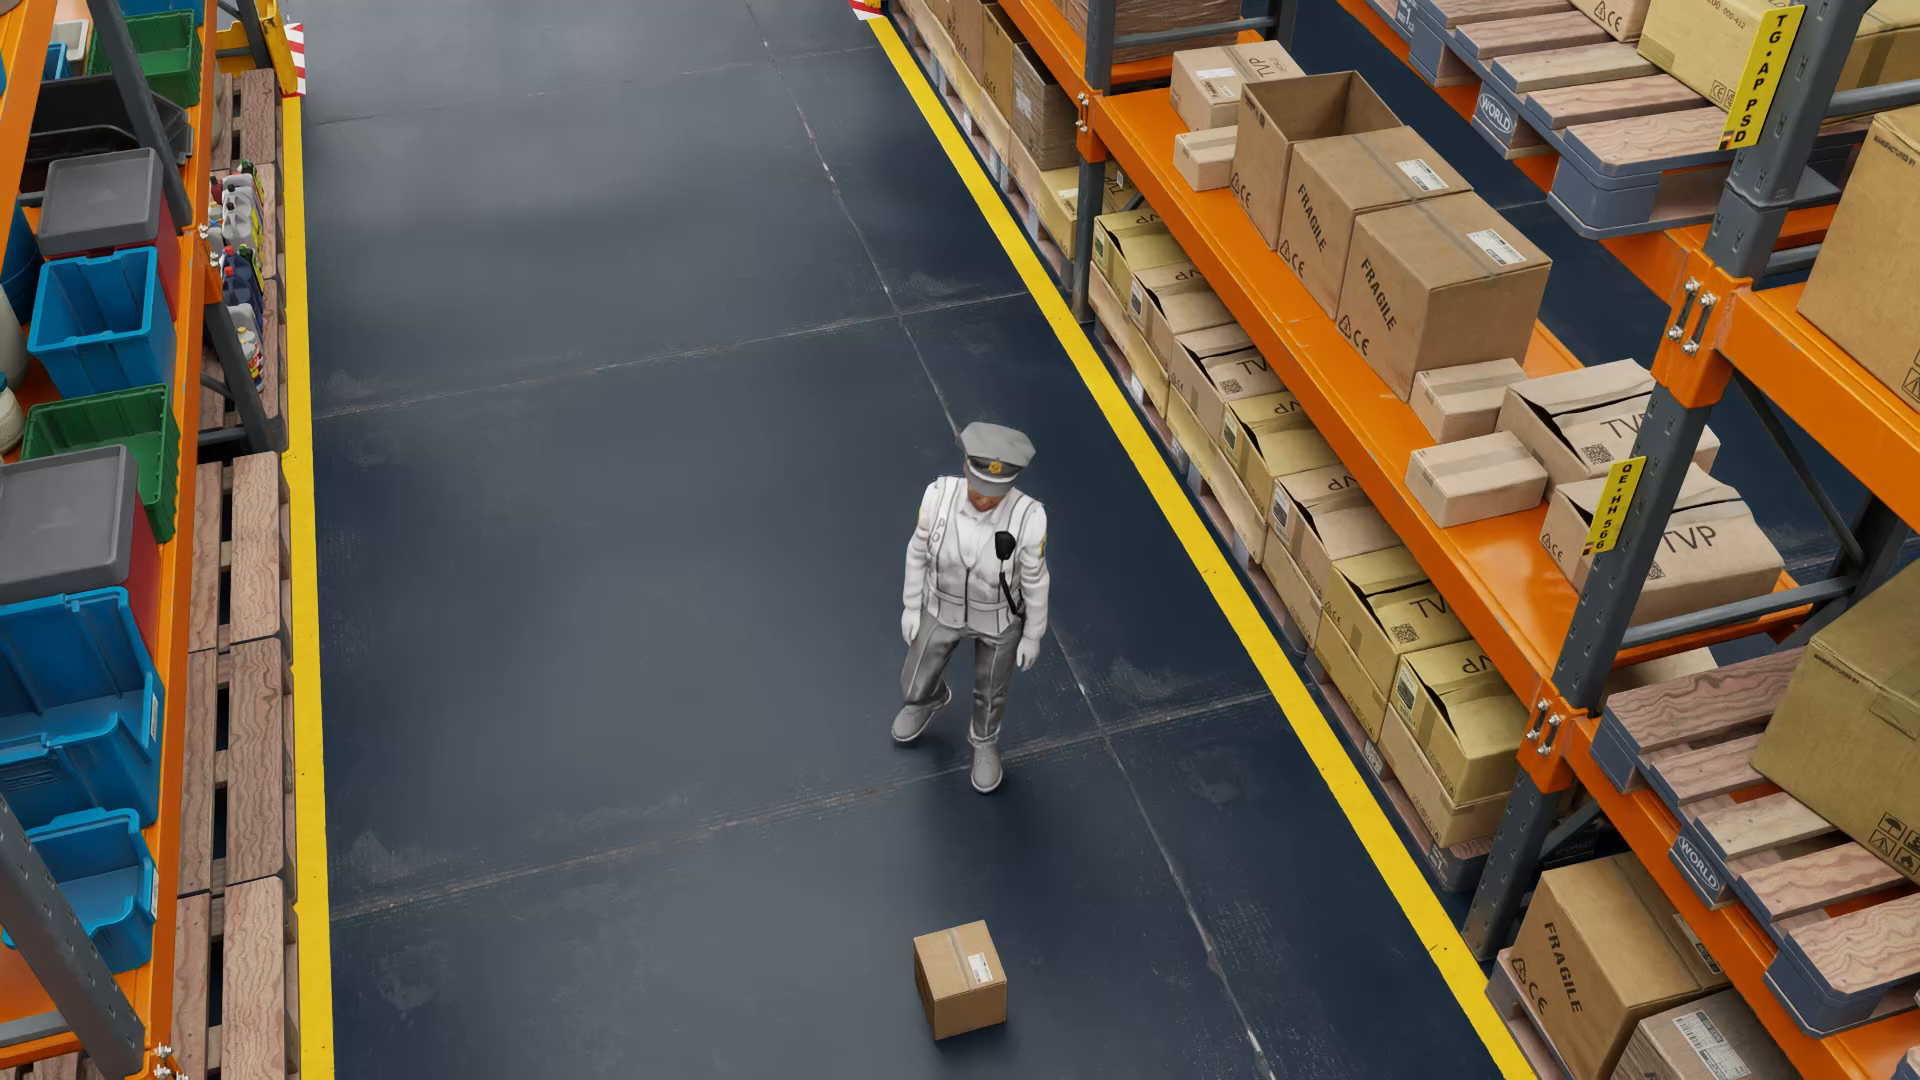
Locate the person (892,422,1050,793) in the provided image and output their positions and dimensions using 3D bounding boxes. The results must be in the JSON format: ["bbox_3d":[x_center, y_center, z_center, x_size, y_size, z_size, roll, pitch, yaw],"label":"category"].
[{"bbox_3d":[0.019,0.235,5.877,0.609,1.667,0.421,10,43,11],"label":"person"}]
